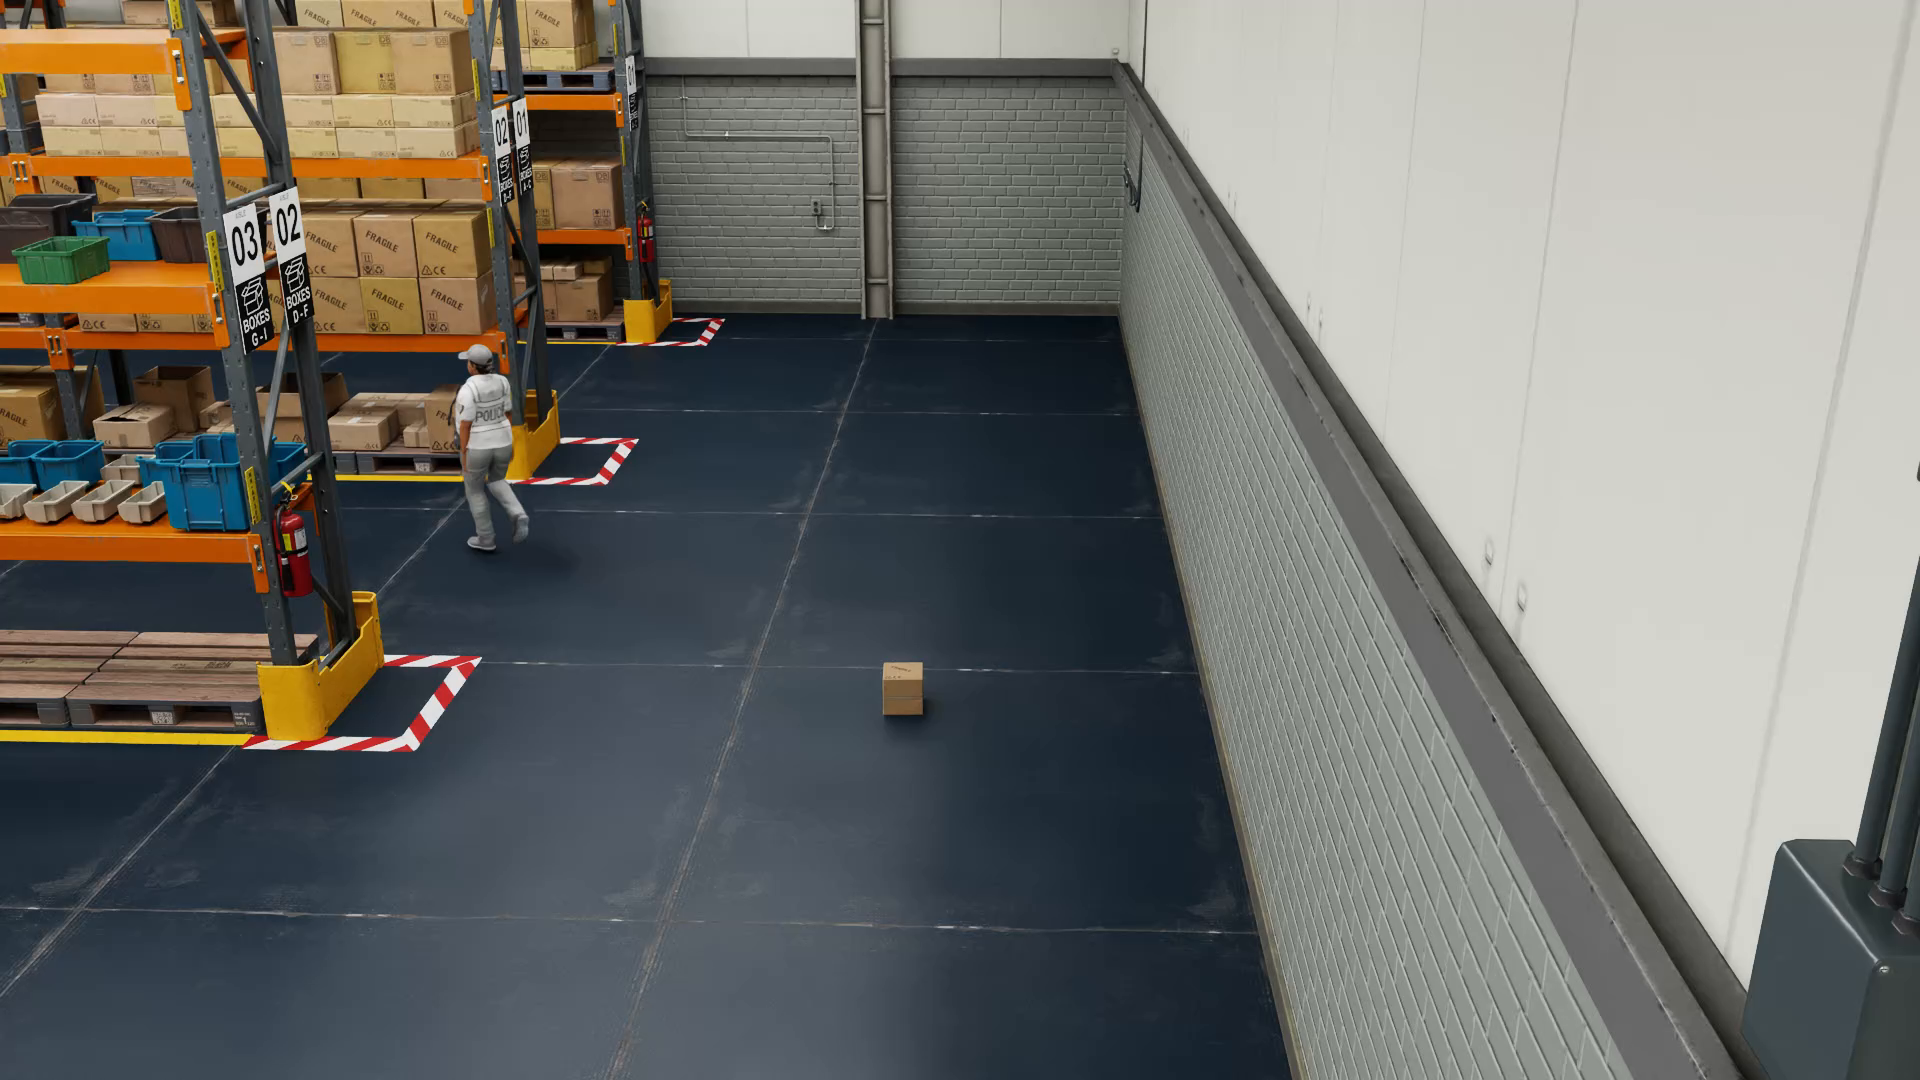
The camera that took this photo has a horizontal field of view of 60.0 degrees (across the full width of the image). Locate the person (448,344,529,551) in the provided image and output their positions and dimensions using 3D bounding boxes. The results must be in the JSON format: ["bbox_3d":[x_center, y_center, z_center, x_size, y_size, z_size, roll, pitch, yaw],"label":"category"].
[{"bbox_3d":[-3.660,-0.710,12.879,0.513,1.650,0.487,17,27,37],"label":"person"}]
